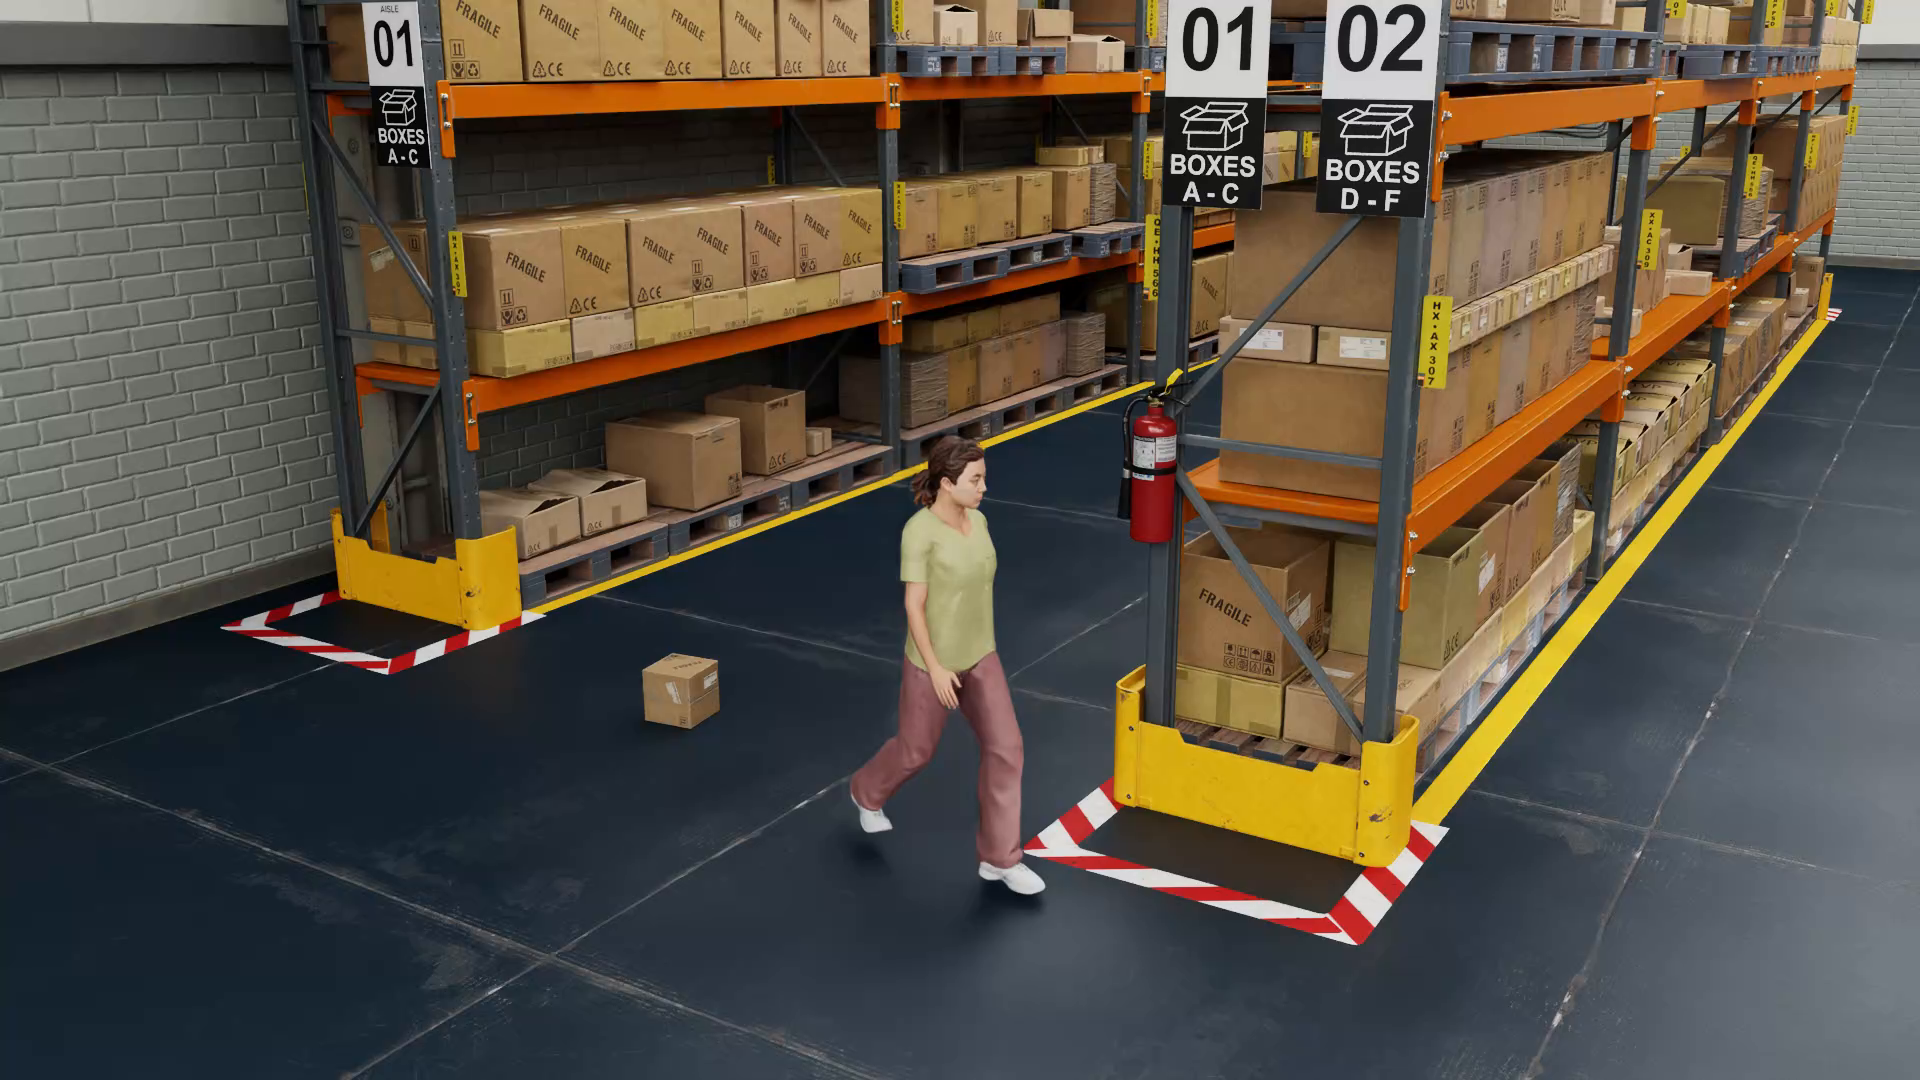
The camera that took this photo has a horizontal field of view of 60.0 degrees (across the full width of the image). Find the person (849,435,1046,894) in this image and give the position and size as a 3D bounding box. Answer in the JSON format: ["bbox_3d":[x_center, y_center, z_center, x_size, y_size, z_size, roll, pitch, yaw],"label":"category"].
[{"bbox_3d":[-0.048,0.420,6.074,0.452,1.635,0.945,-14,22,-41],"label":"person"}]
